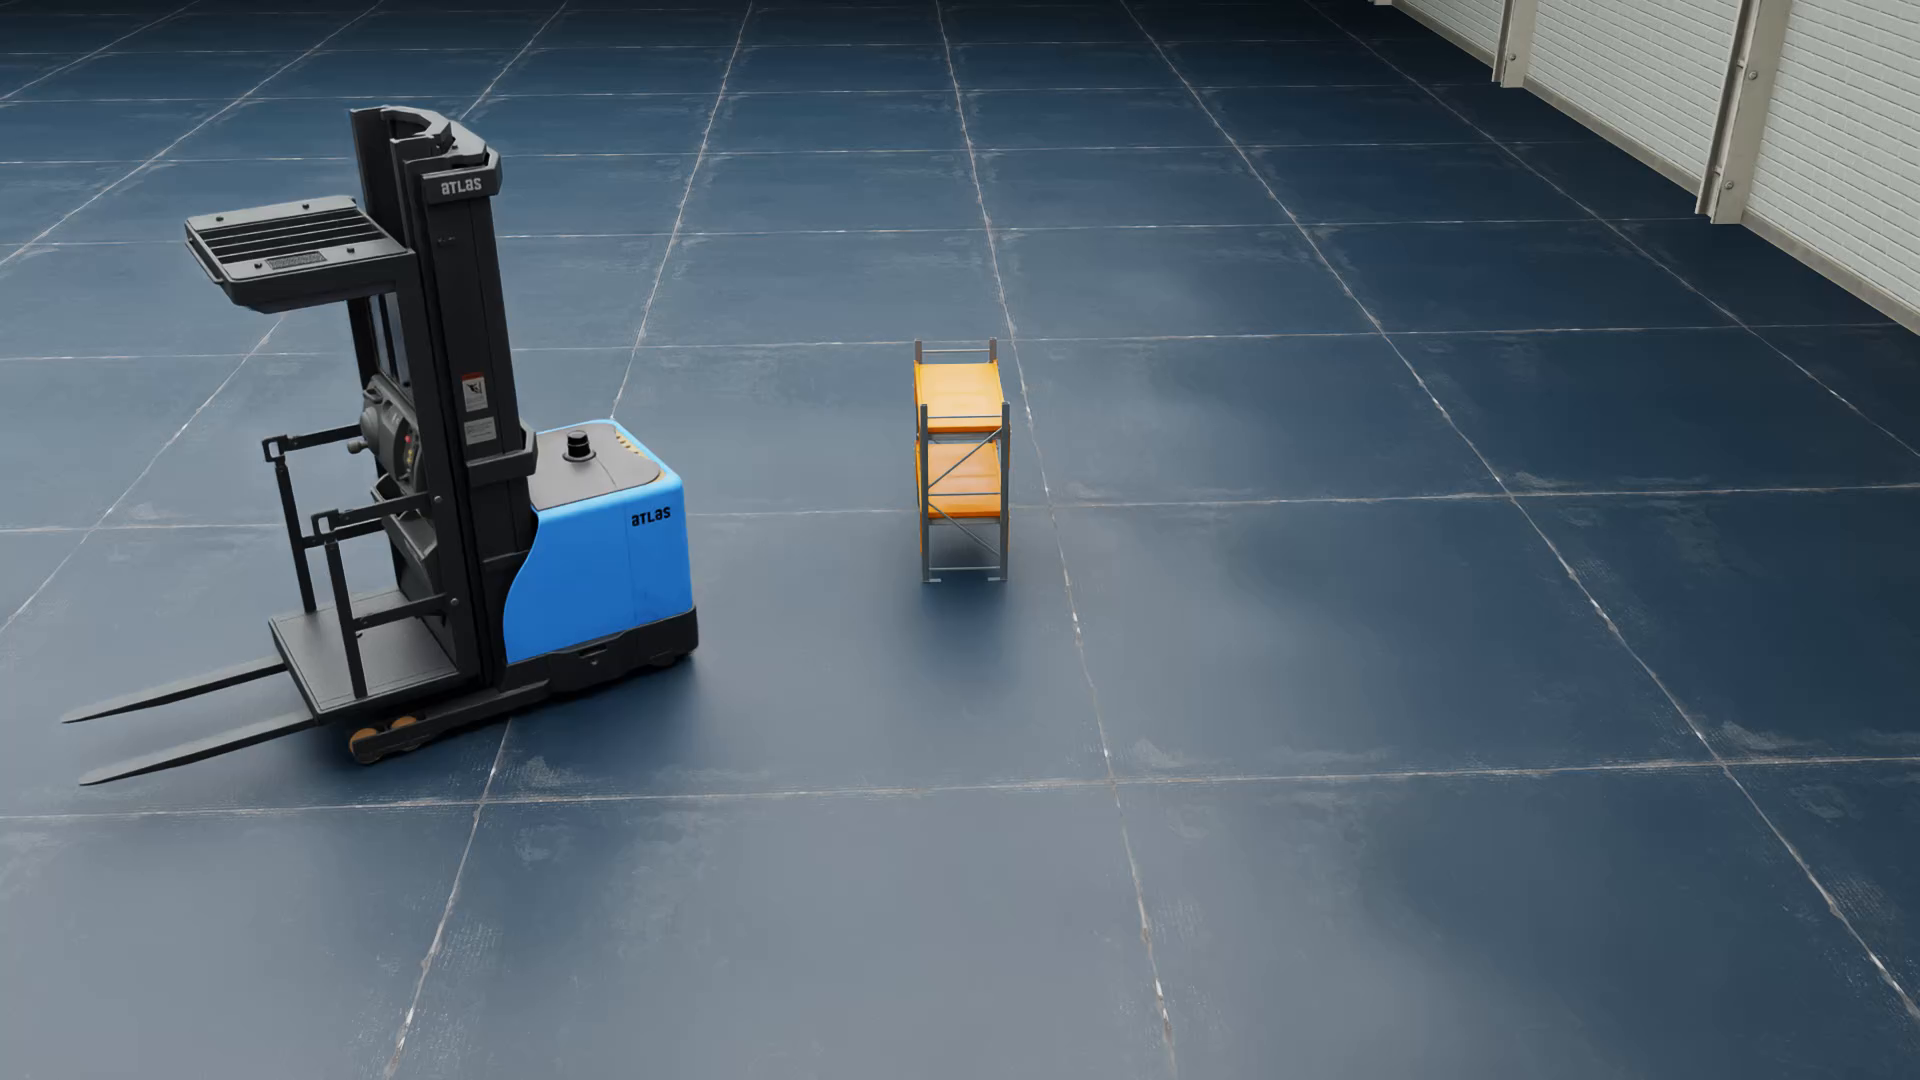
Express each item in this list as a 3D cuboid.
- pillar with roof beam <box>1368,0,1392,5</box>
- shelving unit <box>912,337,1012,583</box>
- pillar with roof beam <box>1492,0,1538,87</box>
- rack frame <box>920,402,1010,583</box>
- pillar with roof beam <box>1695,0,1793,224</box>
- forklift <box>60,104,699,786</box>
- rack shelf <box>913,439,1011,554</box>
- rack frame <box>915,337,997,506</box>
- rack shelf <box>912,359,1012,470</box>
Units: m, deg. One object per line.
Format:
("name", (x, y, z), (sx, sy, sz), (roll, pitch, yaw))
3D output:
("pillar with roof beam", (2.516, -12.587, 24.652), (9.100, 9.000, 0.400), (-1, 28, -3))
("shelving unit", (0.000, -0.496, 9.984), (0.538, 1.125, 1.048), (-1, 28, -3))
("pillar with roof beam", (2.829, -9.816, 19.340), (9.100, 9.000, 0.400), (-1, 28, -3))
("rack frame", (0.027, -0.261, 9.534), (0.500, 1.125, 0.032), (-1, 28, -3))
("pillar with roof beam", (3.142, -7.045, 14.027), (9.100, 9.000, 0.400), (-1, 28, -3))
("forklift", (-2.934, -0.485, 8.011), (3.031, 2.935, 1.130), (-16, 32, -29))
("rack shelf", (0.000, -0.279, 10.097), (0.538, 0.278, 1.000), (-1, 28, -3))
("rack frame", (-0.026, -0.730, 10.434), (0.500, 1.125, 0.032), (-1, 28, -3))
("rack shelf", (0.000, -0.755, 9.849), (0.538, 0.278, 1.000), (-1, 28, -3))
